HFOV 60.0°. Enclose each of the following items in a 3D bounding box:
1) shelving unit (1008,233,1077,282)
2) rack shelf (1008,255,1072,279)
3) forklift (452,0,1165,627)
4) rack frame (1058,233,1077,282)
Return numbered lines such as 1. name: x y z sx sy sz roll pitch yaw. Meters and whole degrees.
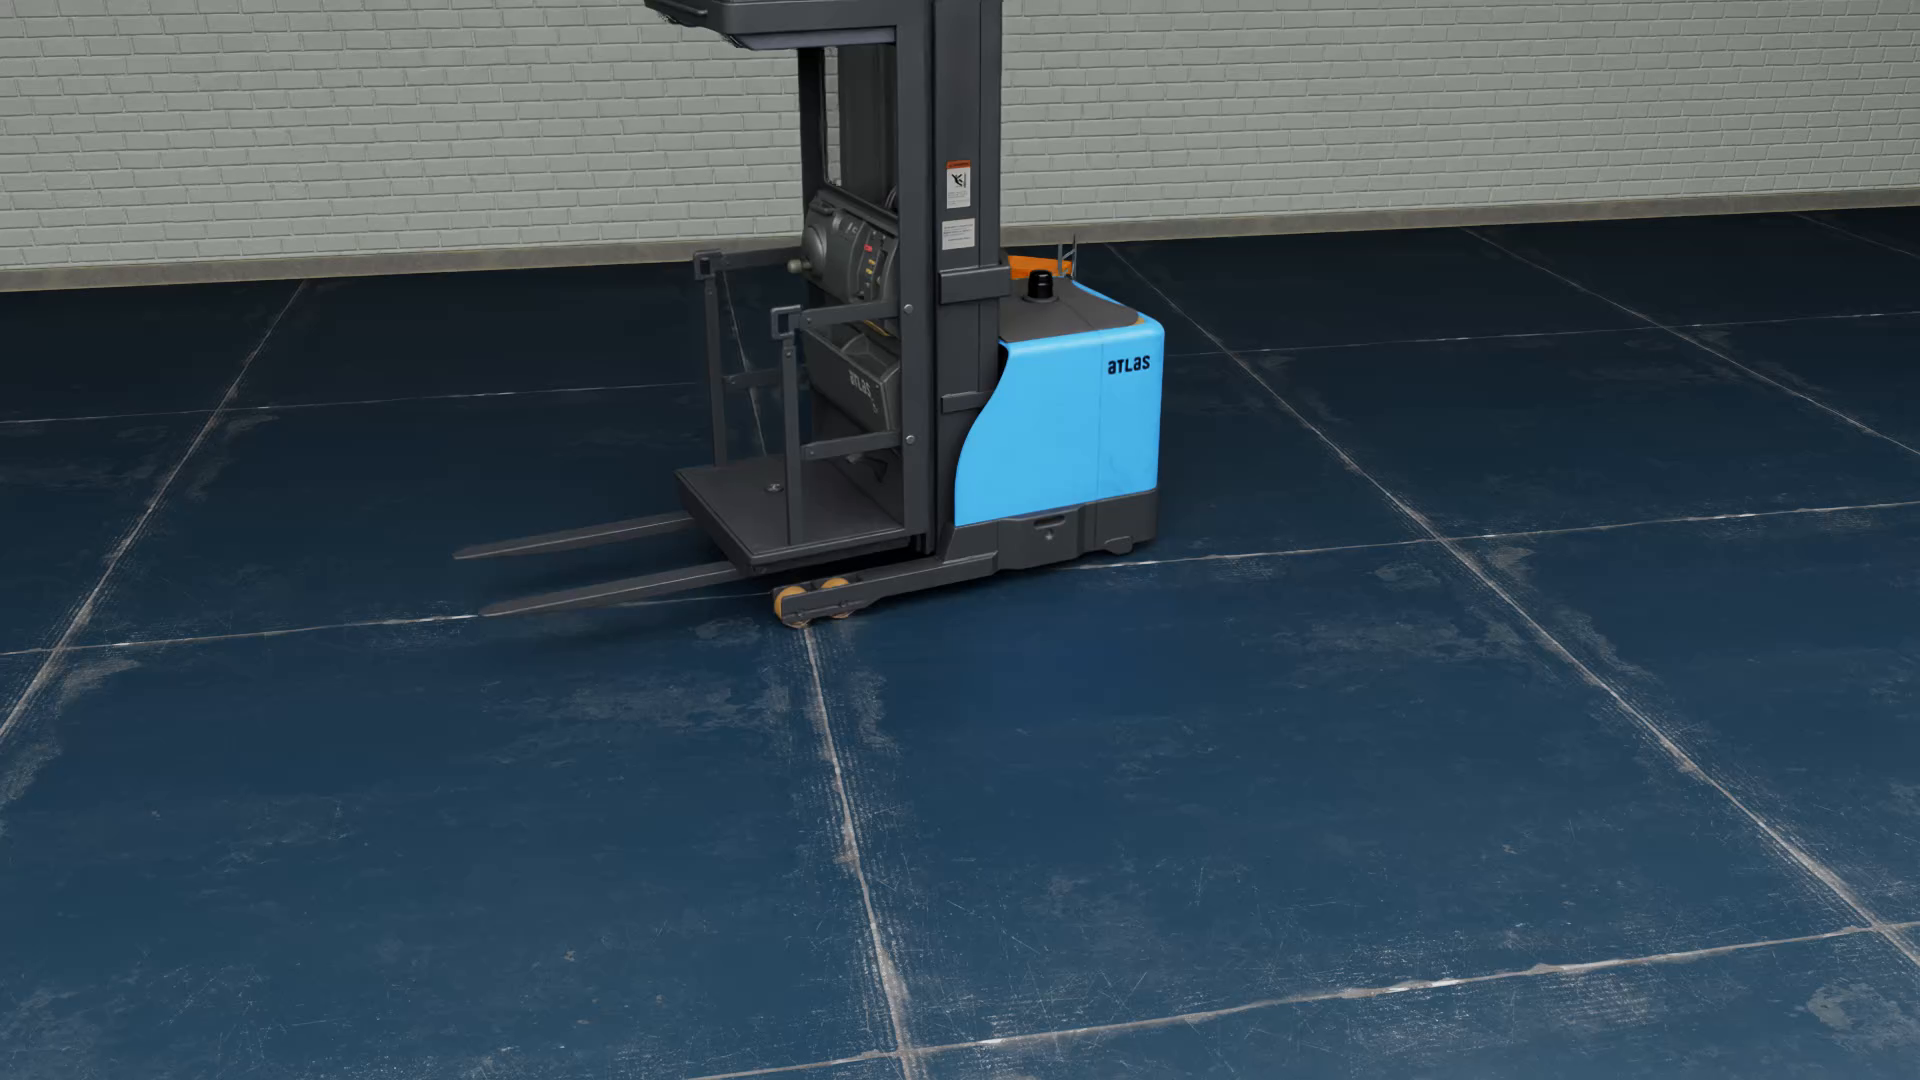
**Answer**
1. shelving unit: 0.301 -0.963 8.455 0.503 1.200 0.258 9 25 21
2. rack shelf: 0.301 -1.323 8.297 0.480 0.148 0.258 9 25 21
3. forklift: -0.647 -1.221 6.884 3.031 2.935 1.130 -11 26 -23
4. rack frame: 0.527 -0.925 8.369 0.015 1.200 0.240 9 25 21
